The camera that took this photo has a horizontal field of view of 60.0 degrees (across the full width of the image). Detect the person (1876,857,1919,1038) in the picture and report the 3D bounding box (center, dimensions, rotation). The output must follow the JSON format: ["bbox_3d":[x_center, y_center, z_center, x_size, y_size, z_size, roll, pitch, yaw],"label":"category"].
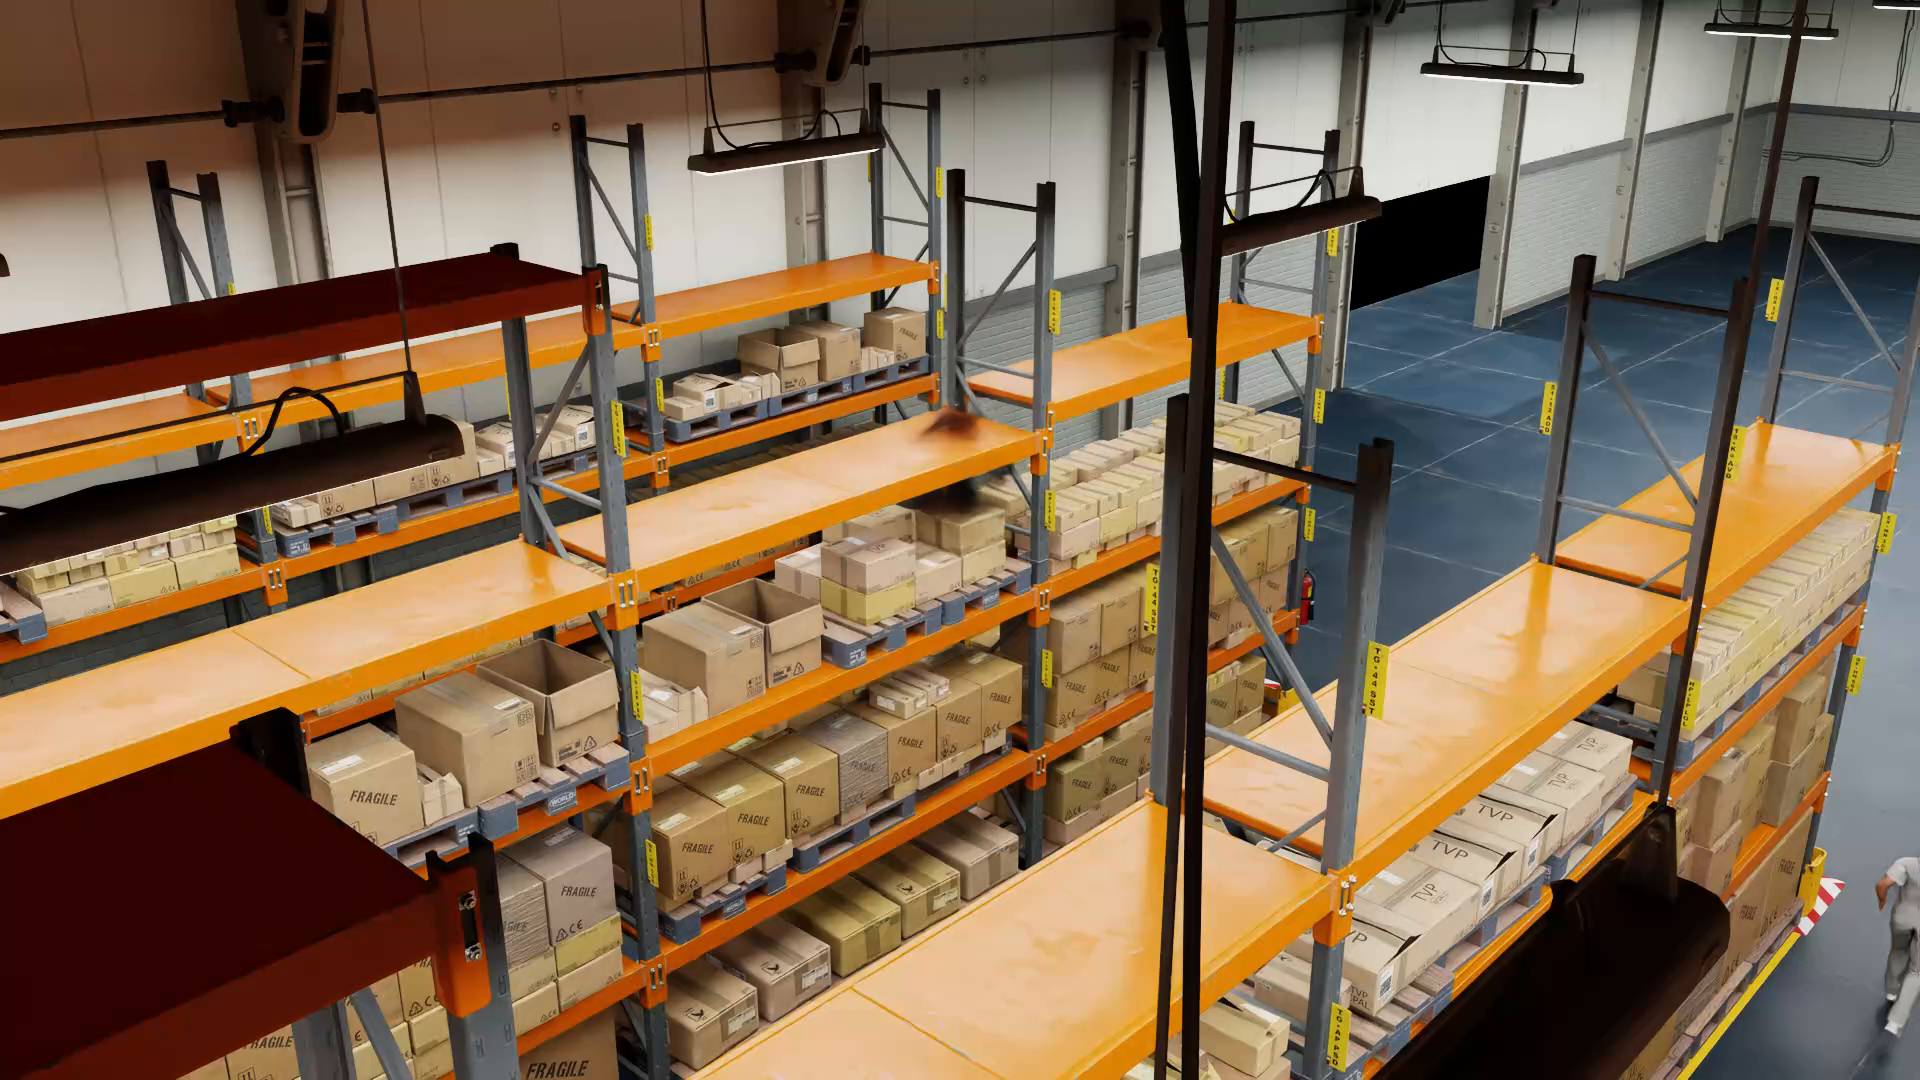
[{"bbox_3d":[7.051,2.856,12.279,0.558,1.670,0.952,17,27,38],"label":"person"}]
